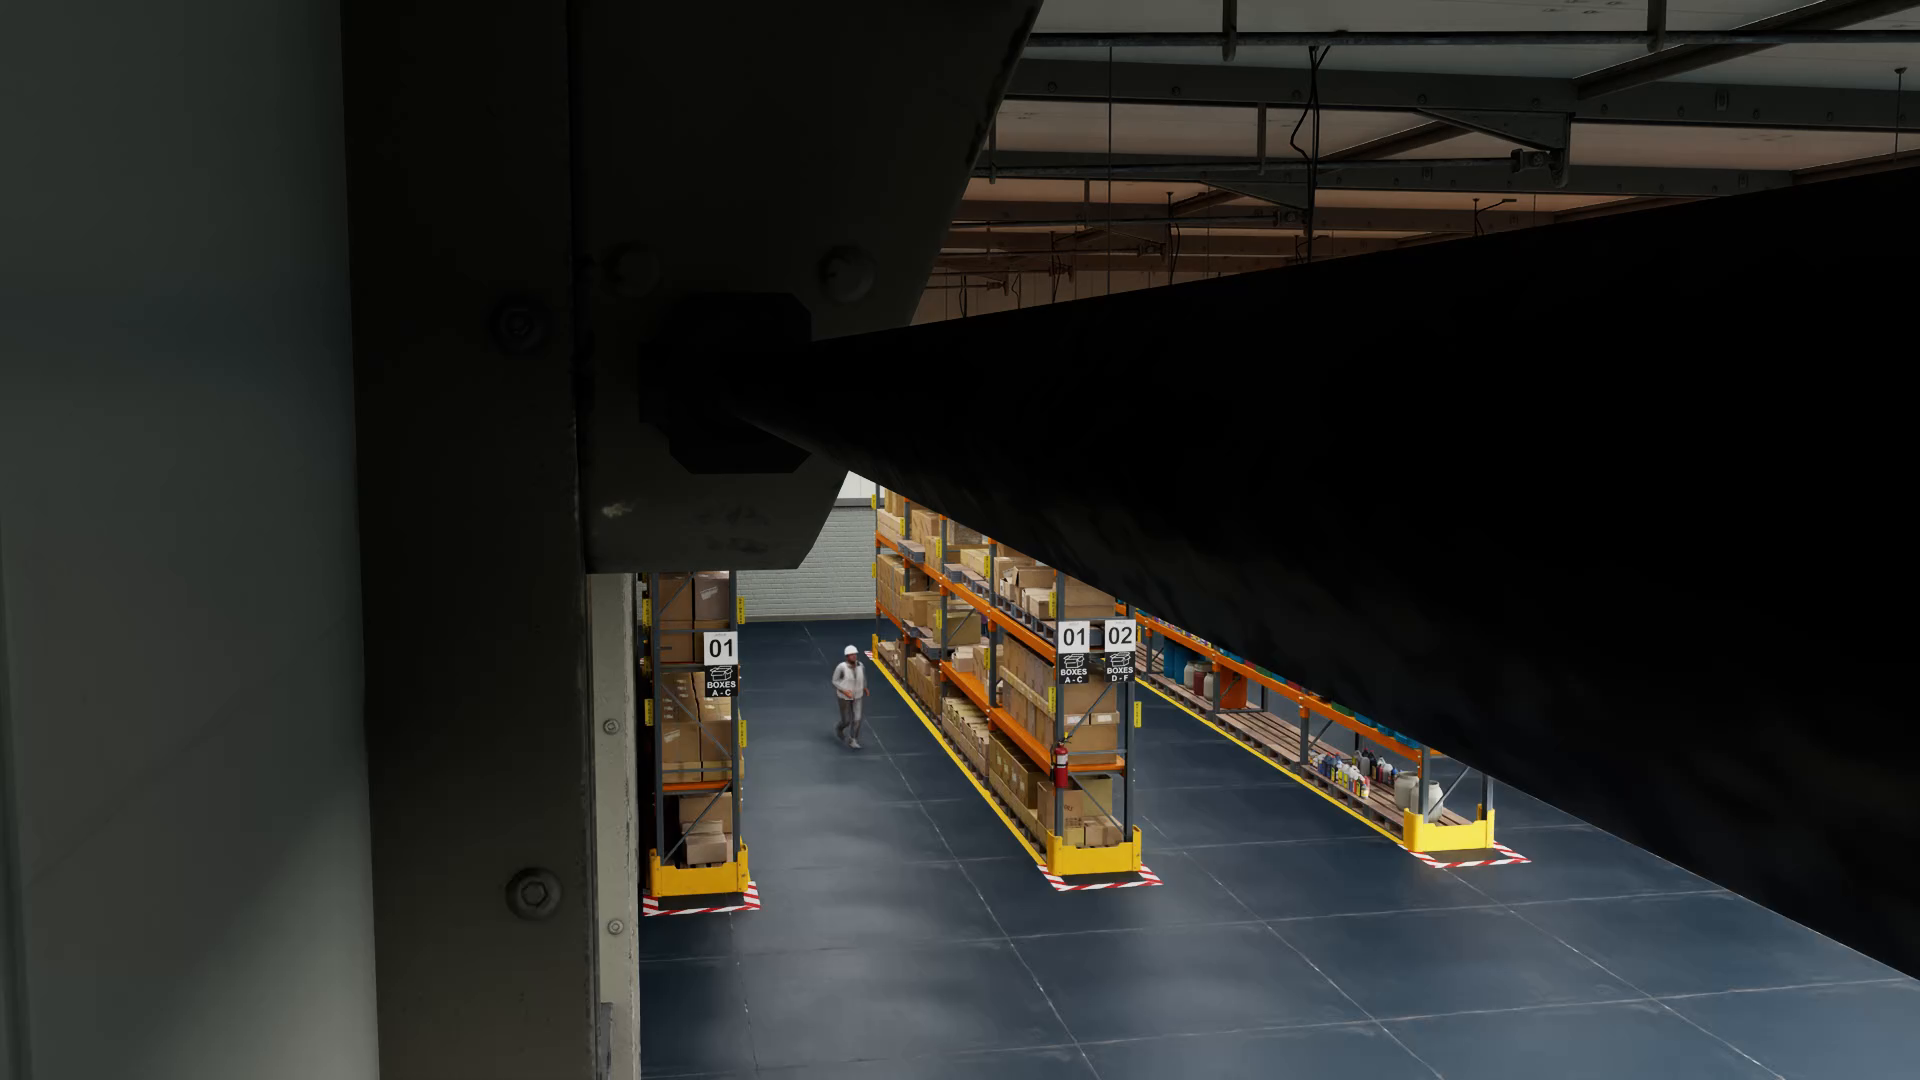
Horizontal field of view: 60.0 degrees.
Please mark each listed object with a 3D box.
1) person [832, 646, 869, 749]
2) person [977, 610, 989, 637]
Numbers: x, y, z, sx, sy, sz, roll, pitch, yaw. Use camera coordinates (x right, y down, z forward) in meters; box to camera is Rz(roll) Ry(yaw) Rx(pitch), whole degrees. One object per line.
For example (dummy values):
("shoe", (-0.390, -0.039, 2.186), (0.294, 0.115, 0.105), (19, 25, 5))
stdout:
("person", (-1.882, 2.608, 27.974), (0.657, 1.731, 0.790), (-3, 6, -25))
("person", (0.570, 1.789, 36.165), (0.531, 1.584, 0.909), (-3, 6, -23))
